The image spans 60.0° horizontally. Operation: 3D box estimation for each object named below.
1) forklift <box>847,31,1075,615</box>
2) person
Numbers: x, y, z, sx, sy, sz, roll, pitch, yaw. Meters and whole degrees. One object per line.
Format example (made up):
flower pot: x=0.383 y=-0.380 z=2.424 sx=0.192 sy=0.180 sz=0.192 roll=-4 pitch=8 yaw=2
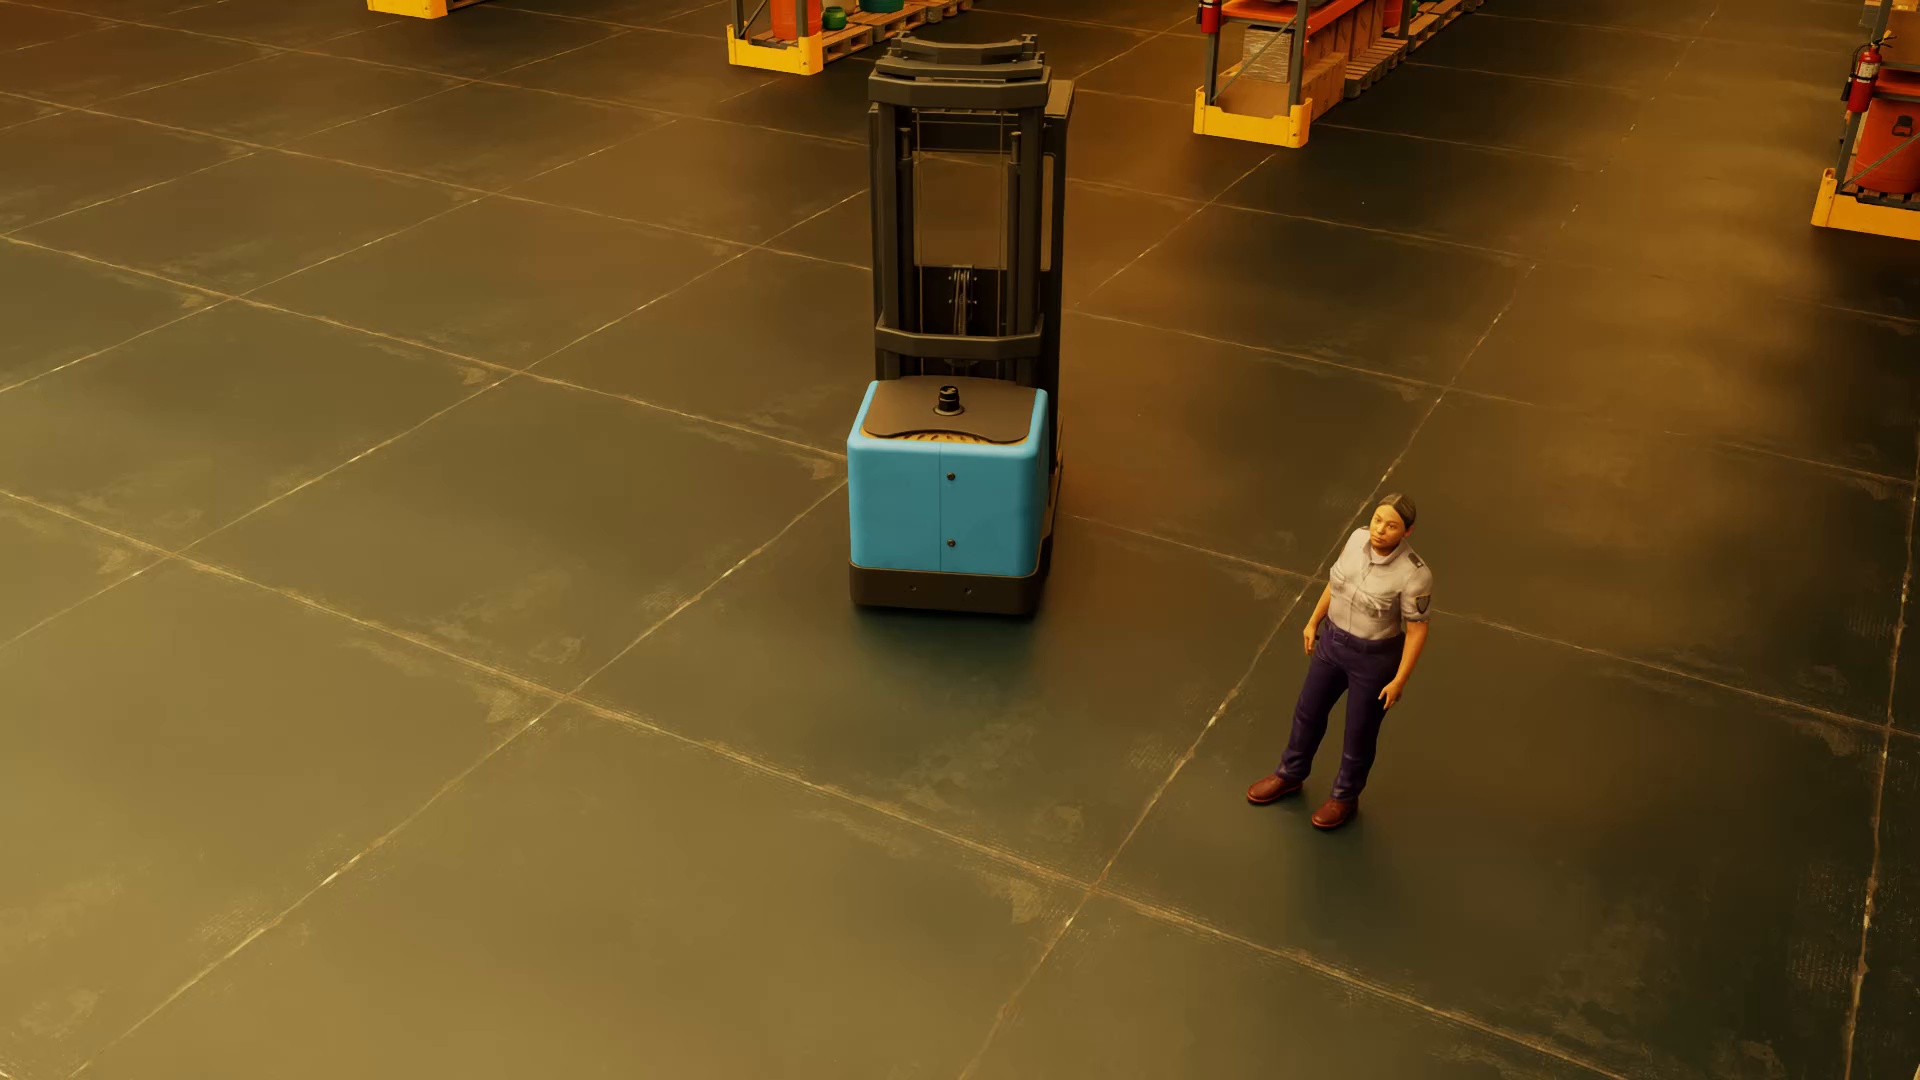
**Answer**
forklift: x=0.072 y=-1.572 z=9.794 sx=1.130 sy=2.935 sz=3.031 roll=3 pitch=30 yaw=6
person: x=1.708 y=0.545 z=7.397 sx=0.502 sy=1.650 sz=0.599 roll=-20 pitch=36 yaw=-31
